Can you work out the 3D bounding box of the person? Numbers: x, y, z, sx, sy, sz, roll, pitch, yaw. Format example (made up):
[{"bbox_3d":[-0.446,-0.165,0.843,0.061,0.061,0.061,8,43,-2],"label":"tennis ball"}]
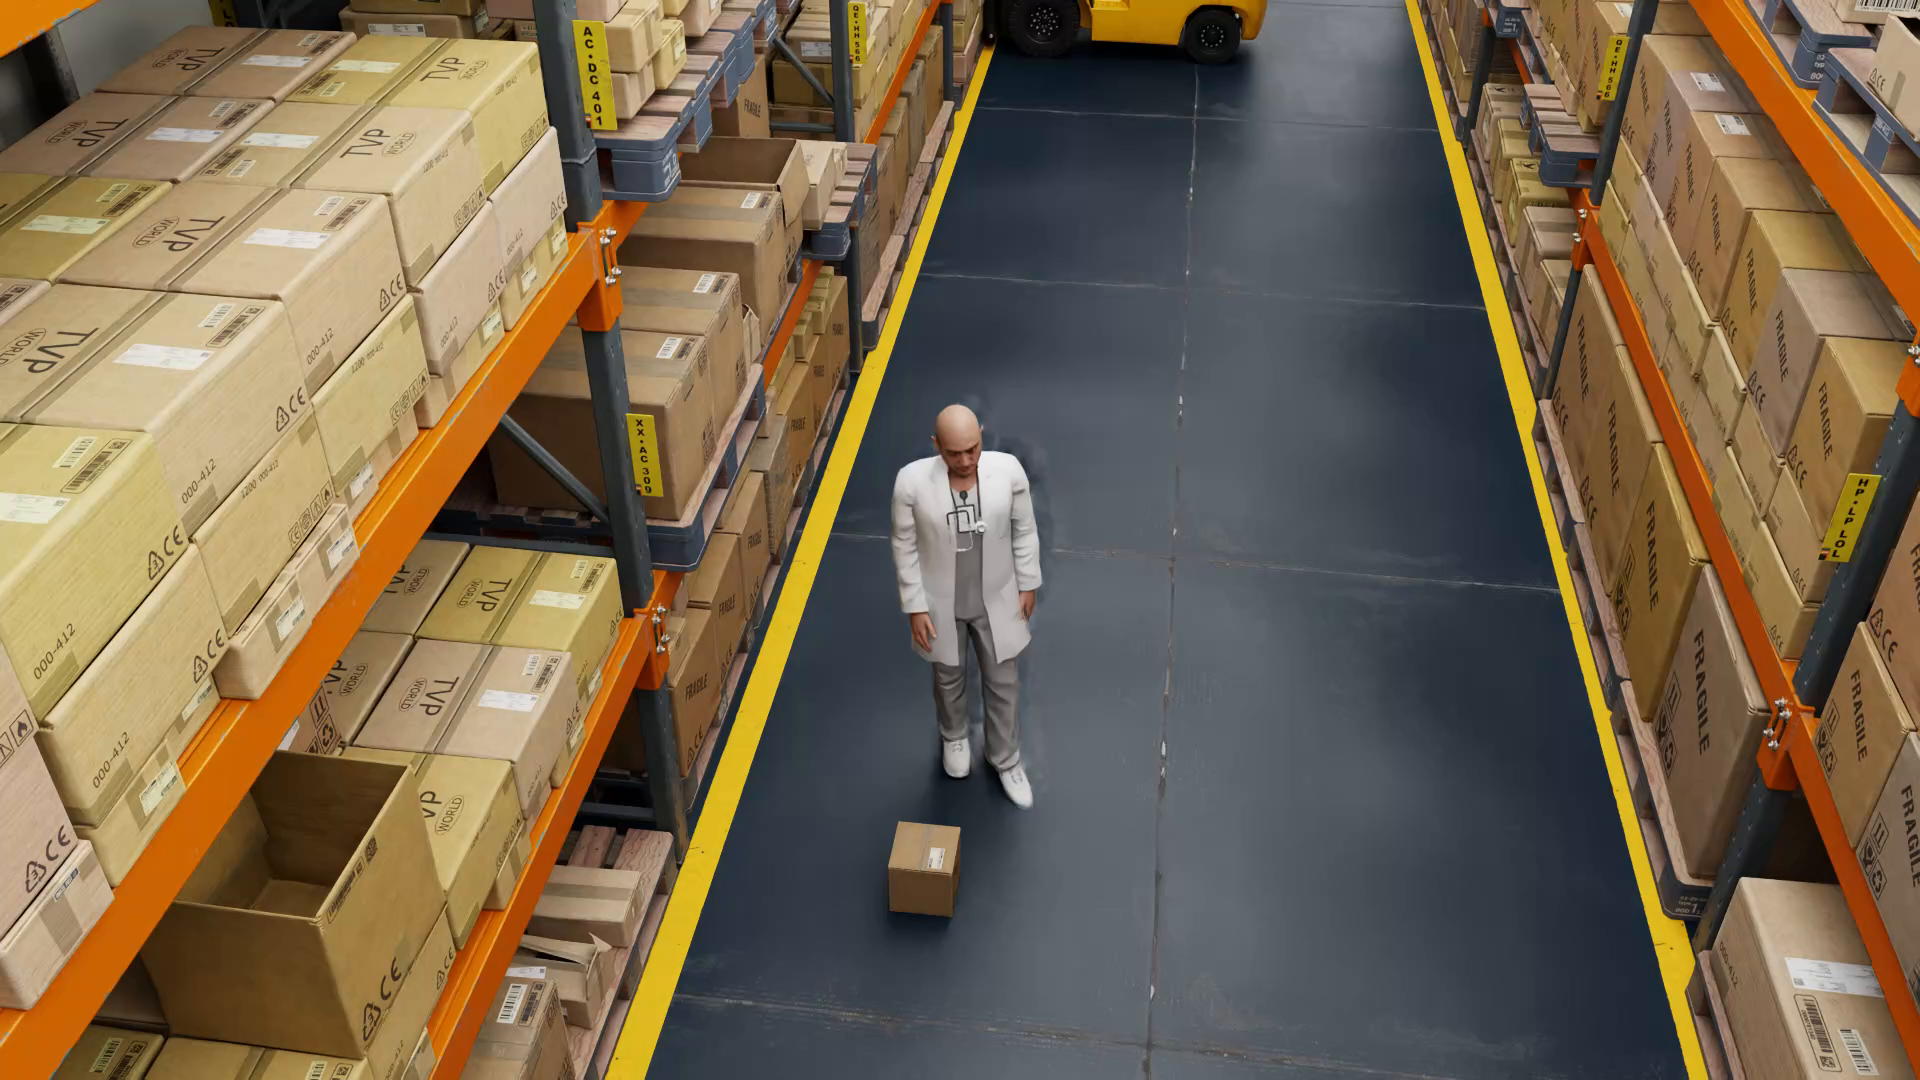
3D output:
[{"bbox_3d":[0.038,0.270,6.674,0.612,1.812,0.548,-5,36,-7],"label":"person"}]
